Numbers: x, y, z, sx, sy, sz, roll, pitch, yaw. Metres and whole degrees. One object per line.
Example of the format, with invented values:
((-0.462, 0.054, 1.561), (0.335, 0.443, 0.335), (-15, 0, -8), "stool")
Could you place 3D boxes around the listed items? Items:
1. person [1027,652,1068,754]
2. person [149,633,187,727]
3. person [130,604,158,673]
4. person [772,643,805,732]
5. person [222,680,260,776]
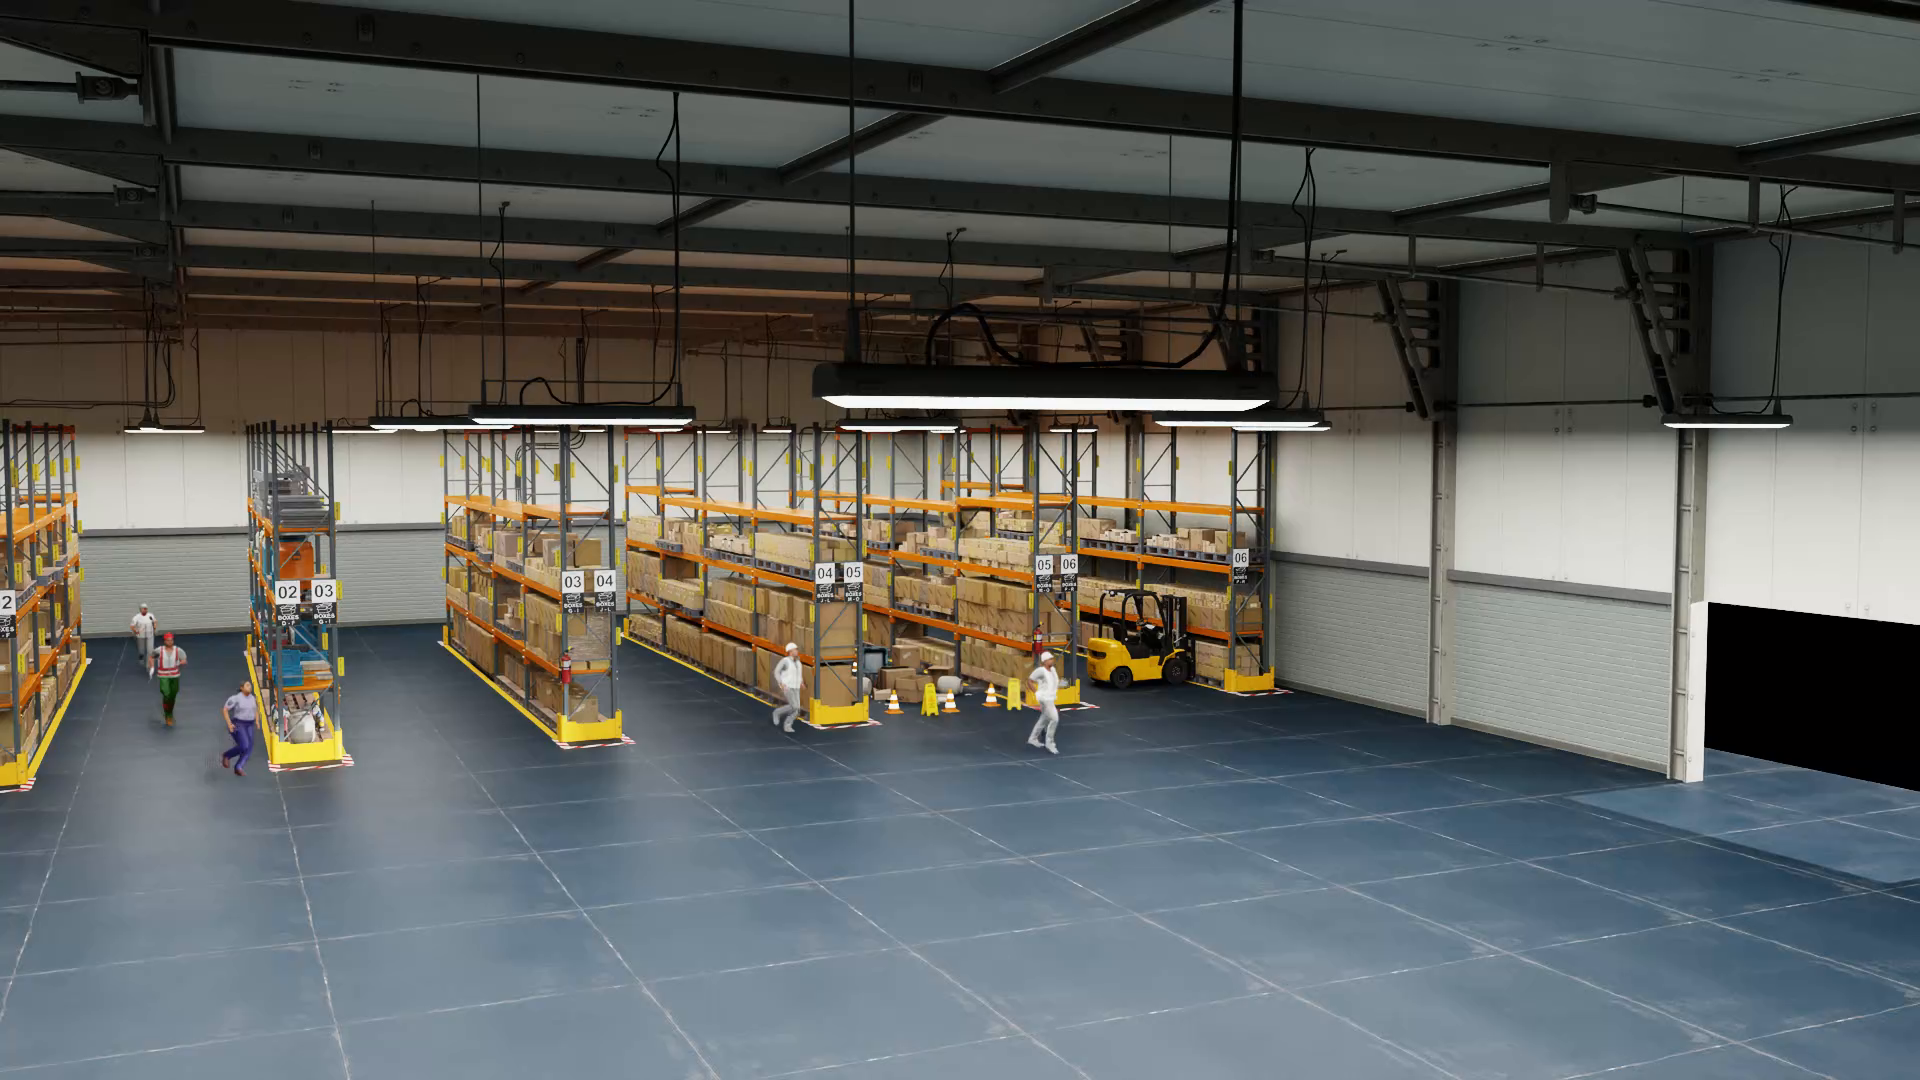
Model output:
((1.575, 2.943, 30.218), (0.756, 1.839, 0.663), (2, 4, 26), "person")
((-15.716, 2.758, 33.037), (0.643, 1.844, 0.863), (-3, 5, -38), "person")
((-19.871, 2.381, 40.510), (0.596, 1.661, 0.832), (-2, 4, -33), "person")
((-3.278, 2.853, 32.328), (0.555, 1.700, 0.690), (3, 4, 37), "person")
((-12.143, 3.174, 28.224), (0.529, 1.572, 0.648), (2, 4, 27), "person")
